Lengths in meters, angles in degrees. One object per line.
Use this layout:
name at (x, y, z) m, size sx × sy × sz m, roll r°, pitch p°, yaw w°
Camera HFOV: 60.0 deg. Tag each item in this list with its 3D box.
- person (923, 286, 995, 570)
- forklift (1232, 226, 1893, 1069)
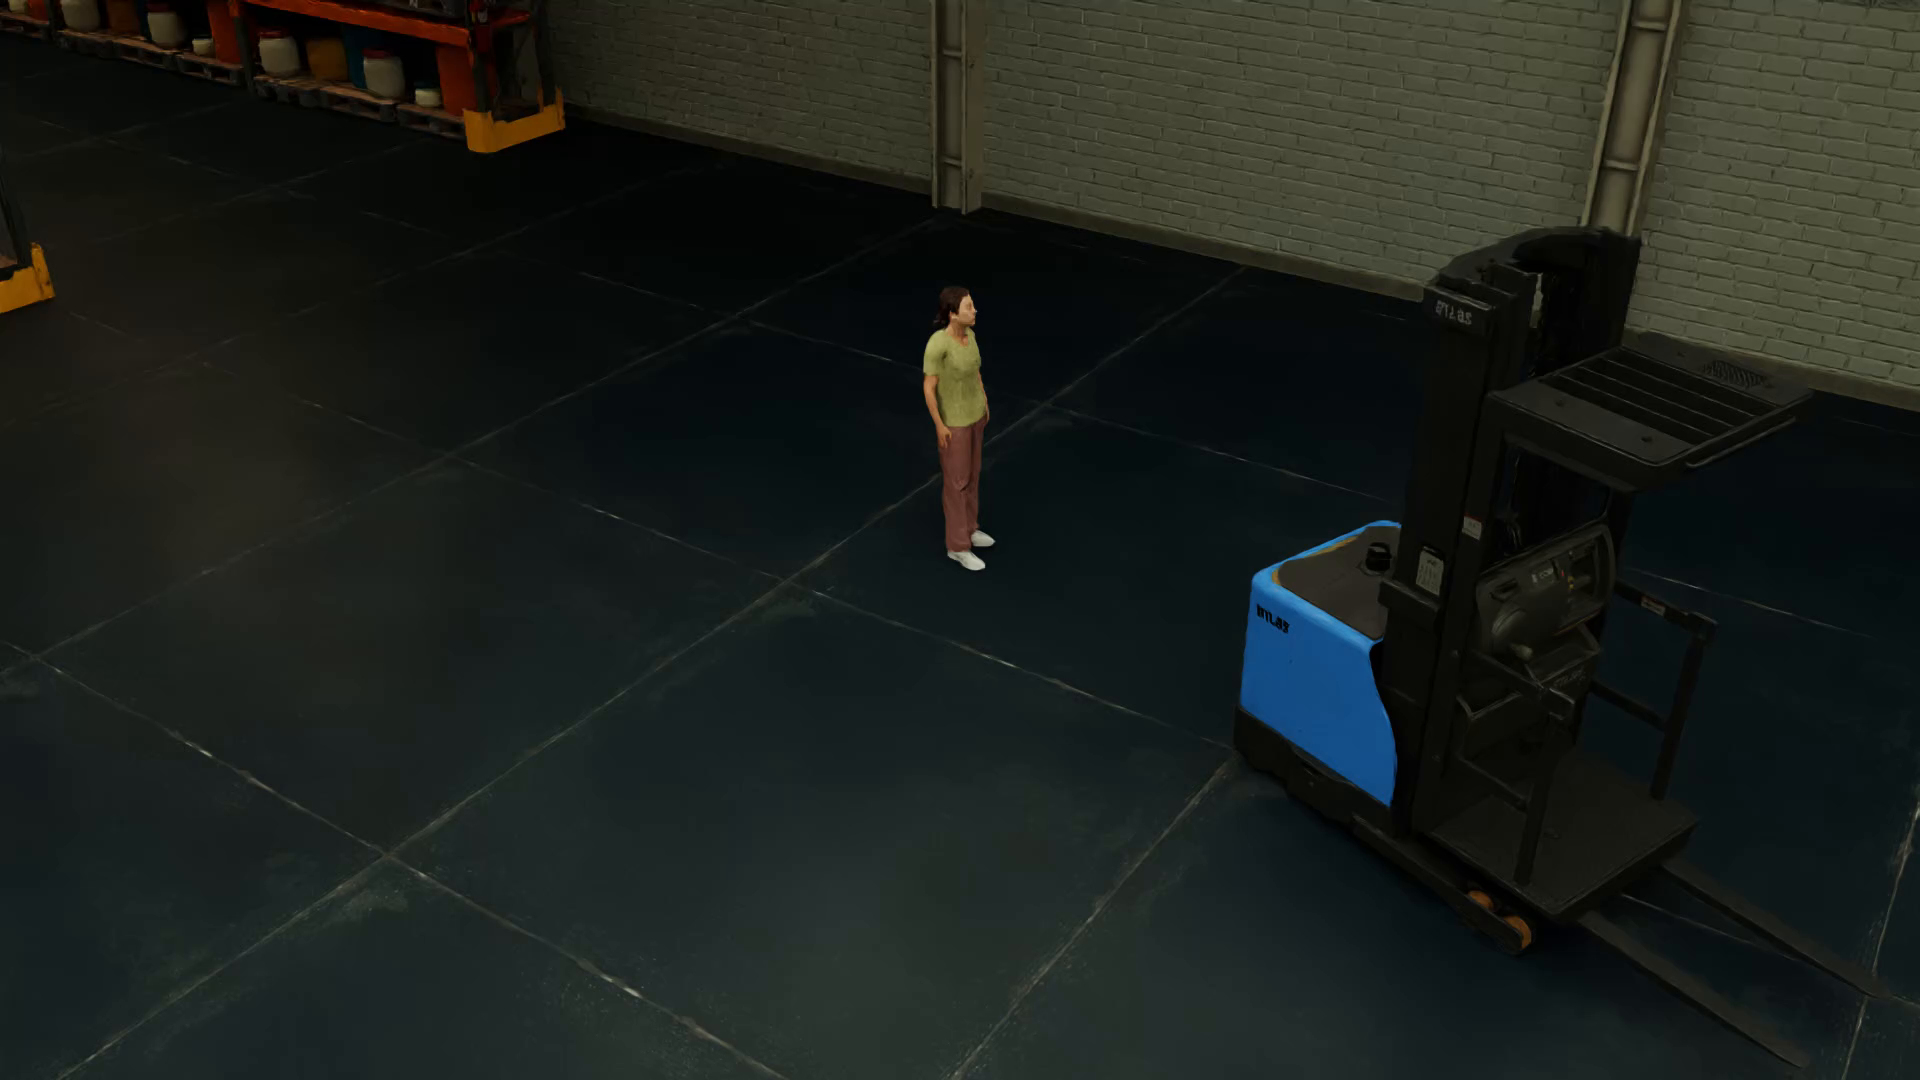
person at (0.055, -0.705, 10.032) m, size 0.548 × 1.674 × 0.554 m, roll 19°, pitch 35°, yaw 29°
forklift at (2.678, 0.278, 7.102) m, size 1.130 × 2.935 × 3.031 m, roll -20°, pitch 36°, yaw -31°
